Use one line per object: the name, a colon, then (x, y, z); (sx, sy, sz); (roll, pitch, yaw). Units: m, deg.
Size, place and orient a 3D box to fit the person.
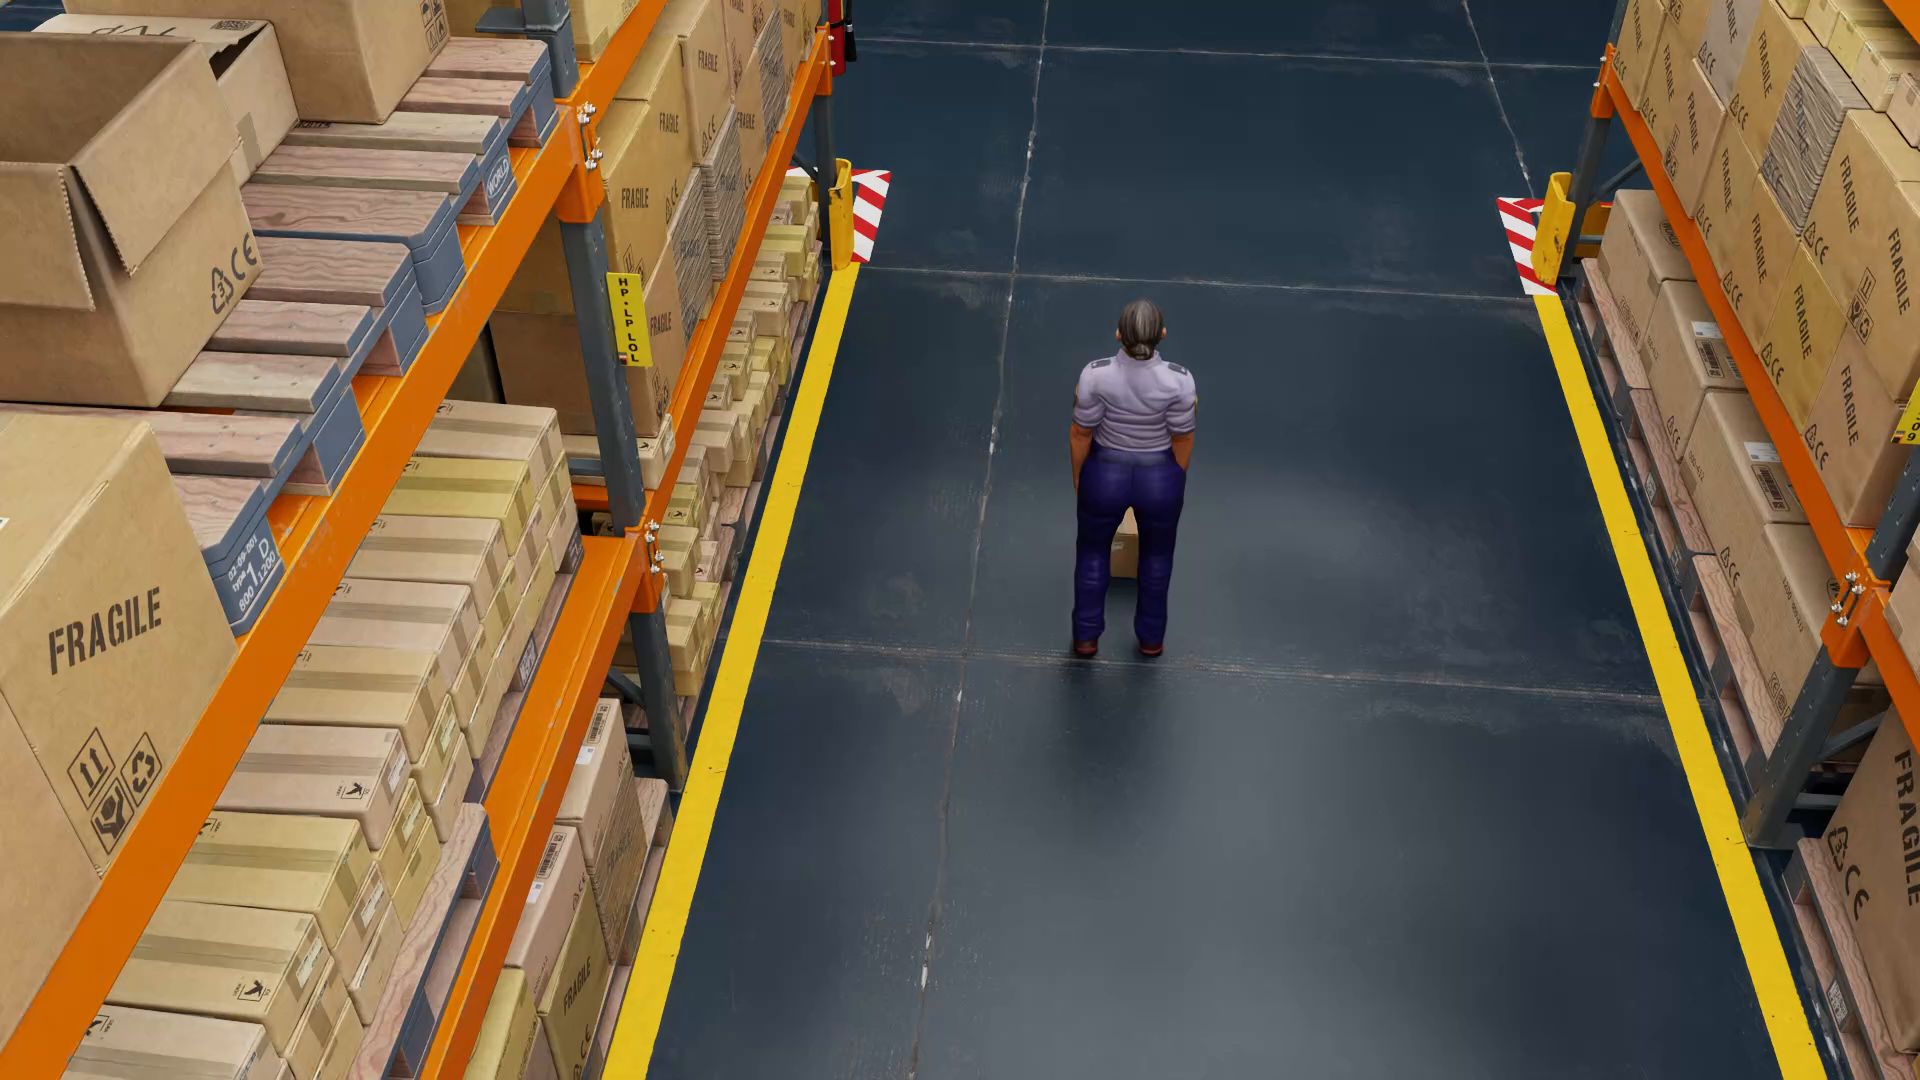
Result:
person: (0.651, -0.222, 6.466); (0.467, 1.685, 0.343); (4, 40, 5)
